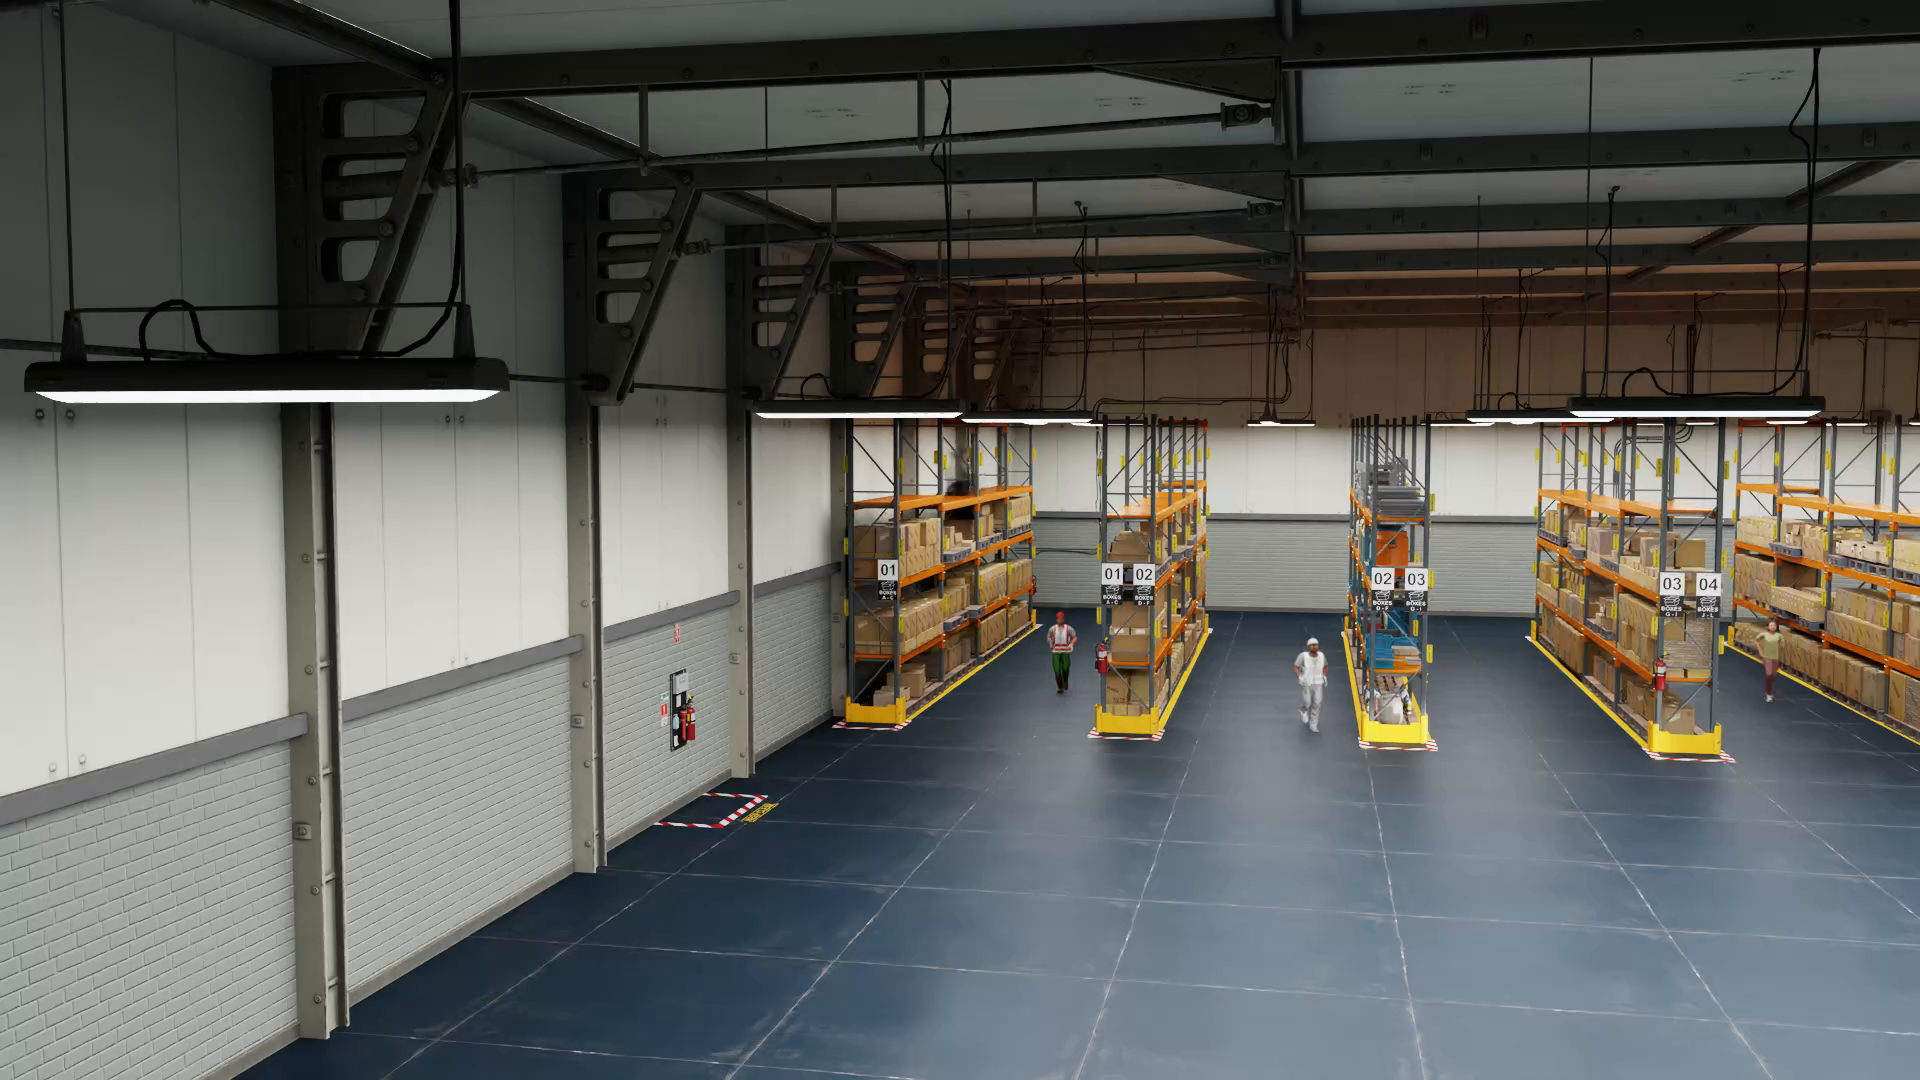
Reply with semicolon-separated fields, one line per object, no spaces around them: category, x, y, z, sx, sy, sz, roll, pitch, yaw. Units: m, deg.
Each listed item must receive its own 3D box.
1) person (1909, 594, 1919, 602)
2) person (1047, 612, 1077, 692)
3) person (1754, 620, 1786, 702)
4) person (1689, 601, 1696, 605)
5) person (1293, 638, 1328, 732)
person;25.543;1.884;44.456;0.963;1.730;0.764;2;4;27
person;2.186;2.442;35.998;0.644;1.741;0.573;1;4;8
person;17.129;2.547;35.134;0.560;1.723;0.690;1;4;8
person;19.858;1.932;45.127;1.027;1.523;0.708;-1;4;-8
person;6.697;2.743;31.695;0.685;1.757;0.752;0;4;-2
